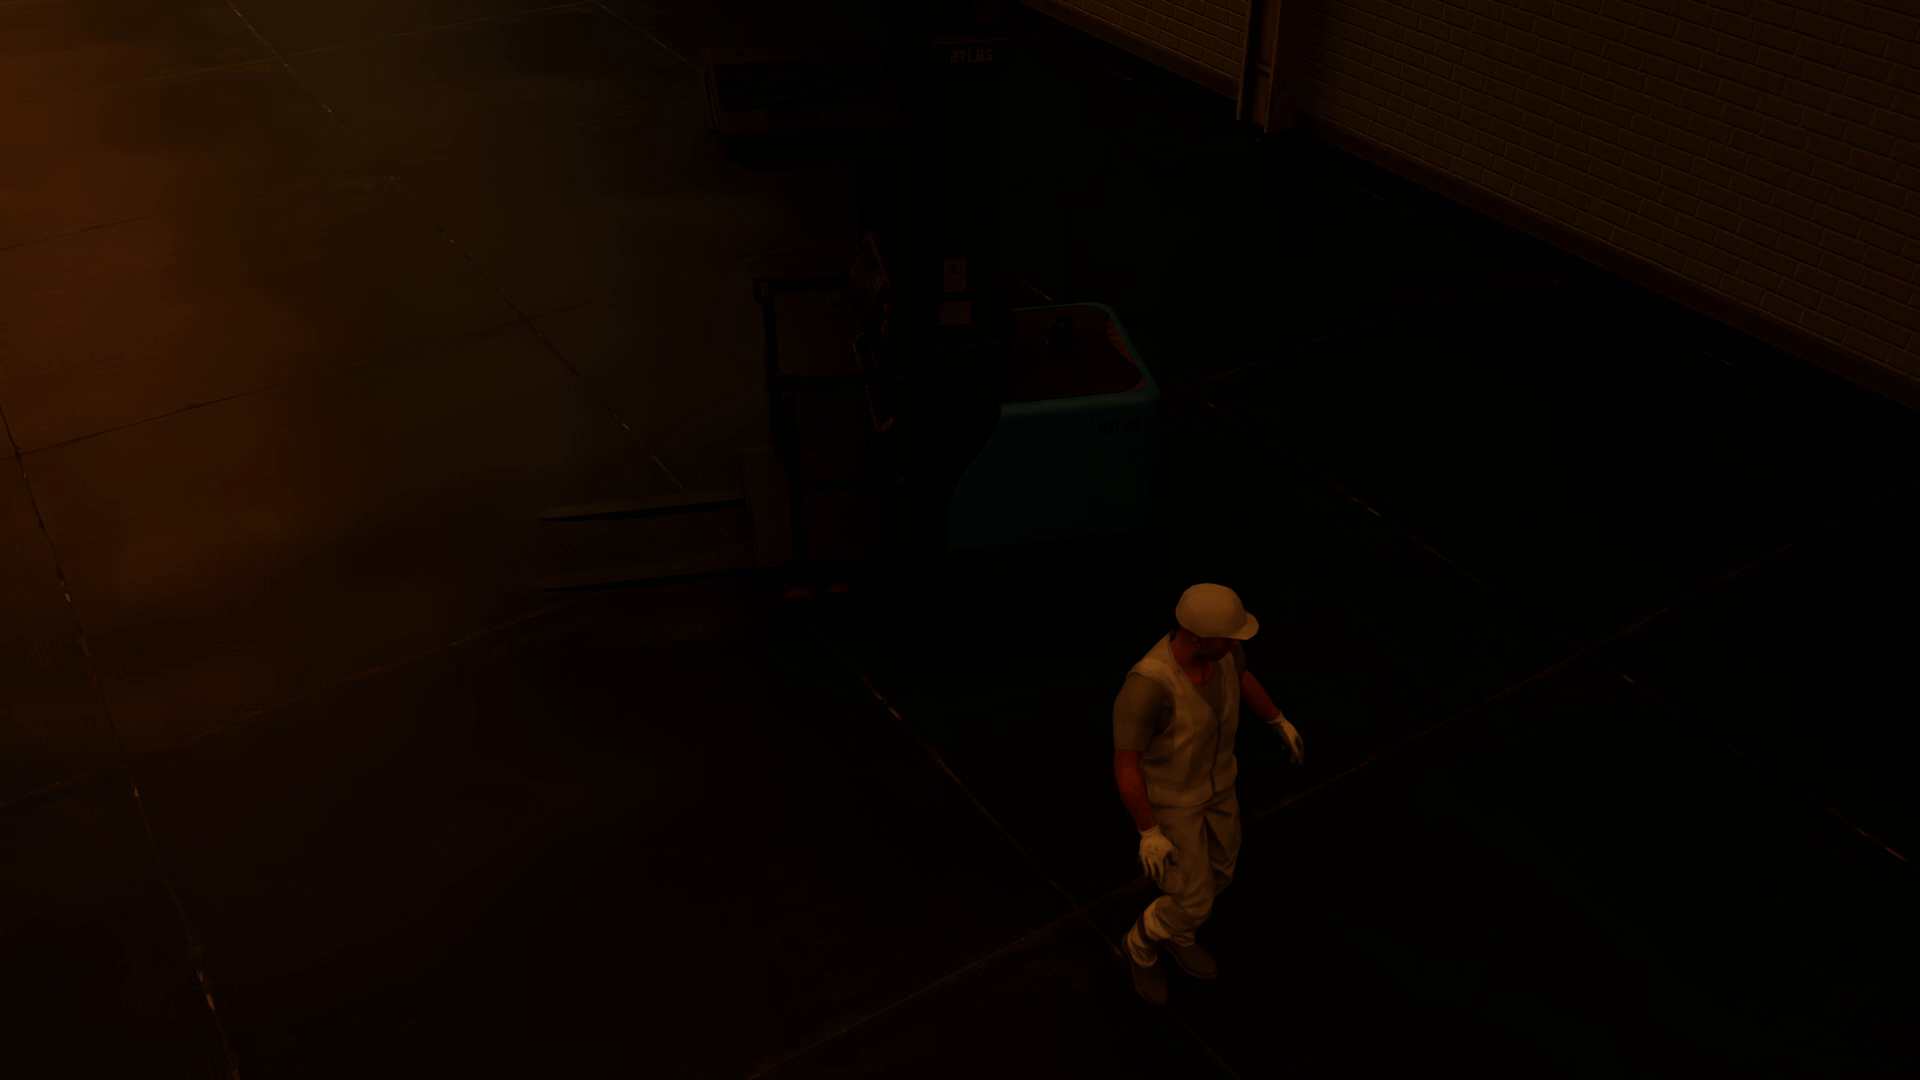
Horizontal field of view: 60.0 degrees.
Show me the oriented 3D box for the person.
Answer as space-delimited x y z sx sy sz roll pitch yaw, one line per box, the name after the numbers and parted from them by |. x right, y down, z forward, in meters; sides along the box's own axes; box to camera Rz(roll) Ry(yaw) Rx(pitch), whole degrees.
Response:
0.872 0.890 5.917 0.844 1.773 0.483 -25 42 -31 | person

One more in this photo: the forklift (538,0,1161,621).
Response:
-0.599 -1.134 7.761 3.031 2.935 1.130 -6 36 -9 | forklift
